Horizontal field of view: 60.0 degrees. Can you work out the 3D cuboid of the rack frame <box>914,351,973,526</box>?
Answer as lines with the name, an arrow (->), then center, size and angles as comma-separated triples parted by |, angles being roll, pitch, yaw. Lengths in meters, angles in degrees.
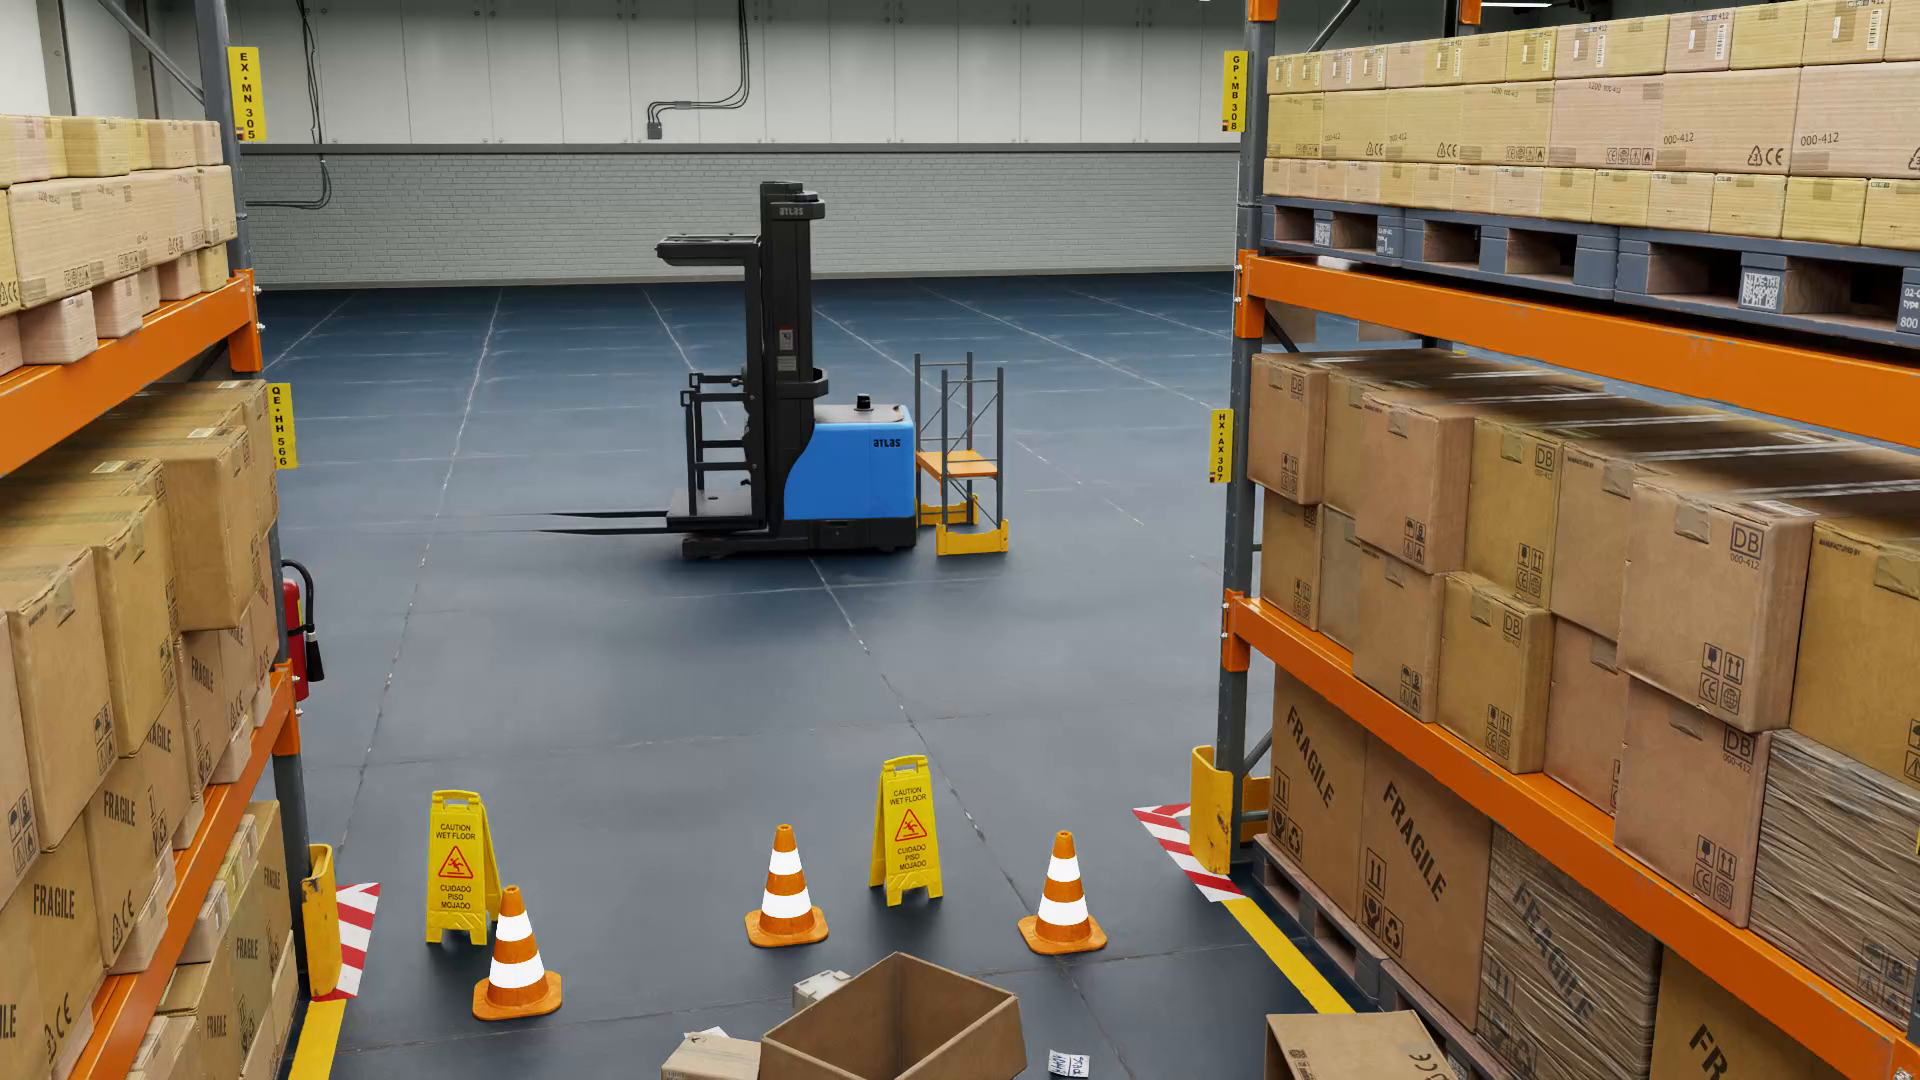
rack frame -> -0.139, -0.866, 14.310 | 0.500, 1.500, 0.032 | -3, 14, -13

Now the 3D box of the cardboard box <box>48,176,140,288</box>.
cardboard box -> -2.353, -0.758, 4.078 | 0.500, 0.250, 0.500 | -3, 14, -13

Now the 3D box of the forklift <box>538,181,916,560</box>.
forklift -> -1.902, -1.395, 13.463 | 3.031, 2.935, 1.130 | -1, 14, -5

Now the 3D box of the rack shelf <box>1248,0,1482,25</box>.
rack shelf -> 2.159, -1.892, 5.070 | 1.077, 0.370, 4.000 | -3, 14, -13

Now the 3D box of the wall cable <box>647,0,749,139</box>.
wall cable -> -5.856, -11.962, 36.761 | 2.305, 6.003, 0.169 | -3, 14, -13

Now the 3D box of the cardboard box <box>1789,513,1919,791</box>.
cardboard box -> 2.575, 0.255, 3.971 | 0.875, 0.550, 0.550 | -3, 14, -13

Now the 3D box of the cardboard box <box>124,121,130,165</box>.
cardboard box -> -2.572, -1.107, 4.667 | 0.380, 0.149, 0.250 | -3, 14, -13

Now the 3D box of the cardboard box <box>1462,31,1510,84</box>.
cardboard box -> 1.816, -1.511, 5.226 | 0.380, 0.149, 0.250 | -3, 14, -12

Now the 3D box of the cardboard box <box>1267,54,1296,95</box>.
cardboard box -> 1.458, -1.864, 6.668 | 0.380, 0.149, 0.250 | -3, 14, -13

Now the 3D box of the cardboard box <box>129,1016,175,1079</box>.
cardboard box -> -2.195, 1.327, 4.136 | 0.380, 0.149, 0.250 | -2, 14, -10

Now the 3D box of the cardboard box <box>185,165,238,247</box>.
cardboard box -> -2.717, -1.110, 5.518 | 0.500, 0.250, 0.500 | -3, 14, -14

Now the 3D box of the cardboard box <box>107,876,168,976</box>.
cardboard box -> -2.213, 0.975, 4.147 | 0.380, 0.149, 0.250 | -3, 14, -13

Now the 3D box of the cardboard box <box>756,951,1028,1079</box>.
cardboard box -> -0.226, 1.793, 5.529 | 0.637, 0.503, 0.797 | 10, 17, 35

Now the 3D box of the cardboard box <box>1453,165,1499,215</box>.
cardboard box -> 1.815, -1.124, 5.321 | 0.380, 0.149, 0.250 | -3, 14, -13

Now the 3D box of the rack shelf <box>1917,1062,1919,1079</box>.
rack shelf -> 3.098, 1.750, 1.958 | 1.077, 0.370, 4.000 | -3, 14, -13

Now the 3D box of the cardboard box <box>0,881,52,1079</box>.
cardboard box -> -1.992, 0.929, 2.968 | 0.500, 0.500, 0.500 | -3, 14, -13

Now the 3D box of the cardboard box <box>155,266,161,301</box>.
cardboard box -> -2.629, -0.771, 4.973 | 0.380, 0.149, 0.250 | -3, 14, -13

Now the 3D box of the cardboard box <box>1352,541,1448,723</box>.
cardboard box -> 1.980, 0.289, 6.108 | 0.875, 0.550, 0.550 | -3, 14, -13

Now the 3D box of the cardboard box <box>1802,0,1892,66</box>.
cardboard box -> 2.173, -1.160, 3.790 | 0.380, 0.149, 0.250 | -3, 14, -13

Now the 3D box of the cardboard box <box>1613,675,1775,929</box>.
cardboard box -> 2.379, 0.657, 4.603 | 0.875, 0.550, 0.550 | -3, 14, -13

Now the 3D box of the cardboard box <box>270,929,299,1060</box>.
cardboard box -> -2.642, 1.625, 5.865 | 0.500, 0.250, 0.500 | -3, 14, -13

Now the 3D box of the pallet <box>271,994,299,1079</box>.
pallet -> -2.925, 1.878, 5.797 | 1.003, 0.211, 1.213 | -3, 14, -13

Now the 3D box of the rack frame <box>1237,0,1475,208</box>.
rack frame -> 1.689, -2.897, 6.826 | 1.000, 3.000, 0.127 | -3, 14, -13

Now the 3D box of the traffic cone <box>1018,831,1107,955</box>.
traffic cone -> 0.433, 1.451, 7.014 | 0.336, 0.463, 0.334 | -3, 14, -13

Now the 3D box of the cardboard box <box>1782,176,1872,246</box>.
cardboard box -> 2.173, -0.772, 3.882 | 0.380, 0.149, 0.250 | -3, 14, -12

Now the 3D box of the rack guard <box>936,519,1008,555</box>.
rack guard -> 0.099, -0.024, 13.499 | 0.587, 0.250, 0.087 | -3, 14, -13

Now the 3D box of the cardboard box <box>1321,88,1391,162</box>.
cardboard box -> 1.673, -1.522, 6.109 | 0.500, 0.250, 0.500 | -3, 14, -14

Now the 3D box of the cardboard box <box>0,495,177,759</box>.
cardboard box -> -2.242, 0.210, 3.803 | 0.700, 0.500, 0.500 | -4, 14, -14

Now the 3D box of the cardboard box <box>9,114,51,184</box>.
cardboard box -> -2.275, -0.872, 3.705 | 0.380, 0.149, 0.250 | -3, 14, -14

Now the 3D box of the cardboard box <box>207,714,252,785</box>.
cardboard box -> -2.507, 0.683, 5.342 | 0.380, 0.149, 0.250 | -3, 14, -12

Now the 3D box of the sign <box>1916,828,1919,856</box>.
sign -> 2.089, 0.512, 3.521 | 0.100, 0.325, 0.005 | -3, 14, -13

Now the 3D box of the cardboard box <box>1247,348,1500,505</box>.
cardboard box -> 1.738, -0.493, 7.033 | 0.875, 0.550, 0.550 | -3, 14, -13

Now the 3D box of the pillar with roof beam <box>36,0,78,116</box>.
pillar with roof beam -> -10.087, -7.886, 27.247 | 9.100, 9.000, 0.400 | -3, 14, -13

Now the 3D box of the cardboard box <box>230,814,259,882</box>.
cardboard box -> -2.506, 1.020, 5.395 | 0.380, 0.149, 0.250 | -3, 14, -12

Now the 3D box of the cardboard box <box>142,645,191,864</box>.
cardboard box -> -2.376, 0.582, 4.386 | 0.500, 0.500, 0.500 | -3, 14, -13

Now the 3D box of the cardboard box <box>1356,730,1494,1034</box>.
cardboard box -> 2.121, 1.201, 6.285 | 0.875, 0.875, 0.875 | -4, 14, -14

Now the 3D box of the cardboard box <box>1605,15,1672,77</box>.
cardboard box -> 1.994, -1.336, 4.508 | 0.380, 0.149, 0.250 | -3, 14, -13

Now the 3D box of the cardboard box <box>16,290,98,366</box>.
cardboard box -> -2.212, -0.484, 3.798 | 0.380, 0.149, 0.250 | -4, 14, -14

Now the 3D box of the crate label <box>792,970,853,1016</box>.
crate label -> -0.500, 1.772, 6.387 | 0.250, 0.136, 0.298 | -13, 19, -42

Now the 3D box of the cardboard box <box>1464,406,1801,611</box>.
cardboard box -> 2.208, -0.119, 5.504 | 0.875, 0.550, 0.500 | -3, 14, -13

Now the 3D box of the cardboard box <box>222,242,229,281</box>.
cardboard box -> -2.743, -0.952, 5.714 | 0.380, 0.149, 0.250 | -3, 14, -13

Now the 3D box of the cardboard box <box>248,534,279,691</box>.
cardboard box -> -2.704, 0.233, 5.816 | 0.500, 0.500, 0.500 | -4, 14, -14

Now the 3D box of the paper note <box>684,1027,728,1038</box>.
paper note -> -0.942, 1.865, 6.227 | 0.148, 0.019, 0.142 | -9, 16, -33

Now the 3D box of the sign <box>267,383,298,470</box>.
sign -> -2.555, -0.426, 6.246 | 0.100, 0.325, 0.005 | -3, 14, -13

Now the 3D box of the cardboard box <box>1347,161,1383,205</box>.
cardboard box -> 1.637, -1.299, 6.037 | 0.380, 0.149, 0.250 | -3, 14, -13

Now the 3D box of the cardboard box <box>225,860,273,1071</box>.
cardboard box -> -2.531, 1.374, 5.312 | 0.500, 0.500, 0.500 | -3, 14, -11

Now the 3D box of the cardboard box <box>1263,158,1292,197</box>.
cardboard box -> 1.458, -1.474, 6.753 | 0.380, 0.149, 0.250 | -3, 14, -13

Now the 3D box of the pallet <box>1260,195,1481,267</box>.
pallet -> 1.873, -1.227, 6.494 | 1.003, 0.211, 1.213 | -3, 14, -13

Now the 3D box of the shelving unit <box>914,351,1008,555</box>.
shelving unit -> -0.018, -0.746, 13.821 | 0.587, 1.500, 1.083 | -3, 14, -13

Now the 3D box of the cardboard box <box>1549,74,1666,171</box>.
cardboard box -> 2.029, -1.173, 4.682 | 0.500, 0.250, 0.500 | -3, 14, -14

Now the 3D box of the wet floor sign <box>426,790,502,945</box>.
wet floor sign -> -2.103, 1.356, 7.016 | 0.267, 0.644, 0.232 | 2, 14, 6

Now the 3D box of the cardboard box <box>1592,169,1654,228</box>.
cardboard box -> 1.993, -0.949, 4.603 | 0.380, 0.149, 0.250 | -3, 14, -12

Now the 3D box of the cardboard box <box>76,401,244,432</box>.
cardboard box -> -2.655, -0.140, 5.235 | 0.700, 0.500, 0.500 | -3, 14, -13

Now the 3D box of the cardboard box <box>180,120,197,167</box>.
cardboard box -> -2.709, -1.283, 5.388 | 0.380, 0.149, 0.250 | -3, 14, -12

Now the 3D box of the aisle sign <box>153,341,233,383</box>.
aisle sign -> -2.832, -0.977, 6.129 | 0.394, 0.787, 0.004 | -3, 14, -13

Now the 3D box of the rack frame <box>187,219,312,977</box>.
rack frame -> -3.099, 0.316, 6.313 | 1.000, 3.000, 0.127 | -3, 14, -13

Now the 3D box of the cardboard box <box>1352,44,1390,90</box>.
cardboard box -> 1.635, -1.688, 5.950 | 0.380, 0.149, 0.250 | -3, 14, -13

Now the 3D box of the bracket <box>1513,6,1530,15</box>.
bracket -> 13.939, -13.158, 41.238 | 0.235, 0.232, 0.430 | -3, 14, -13
